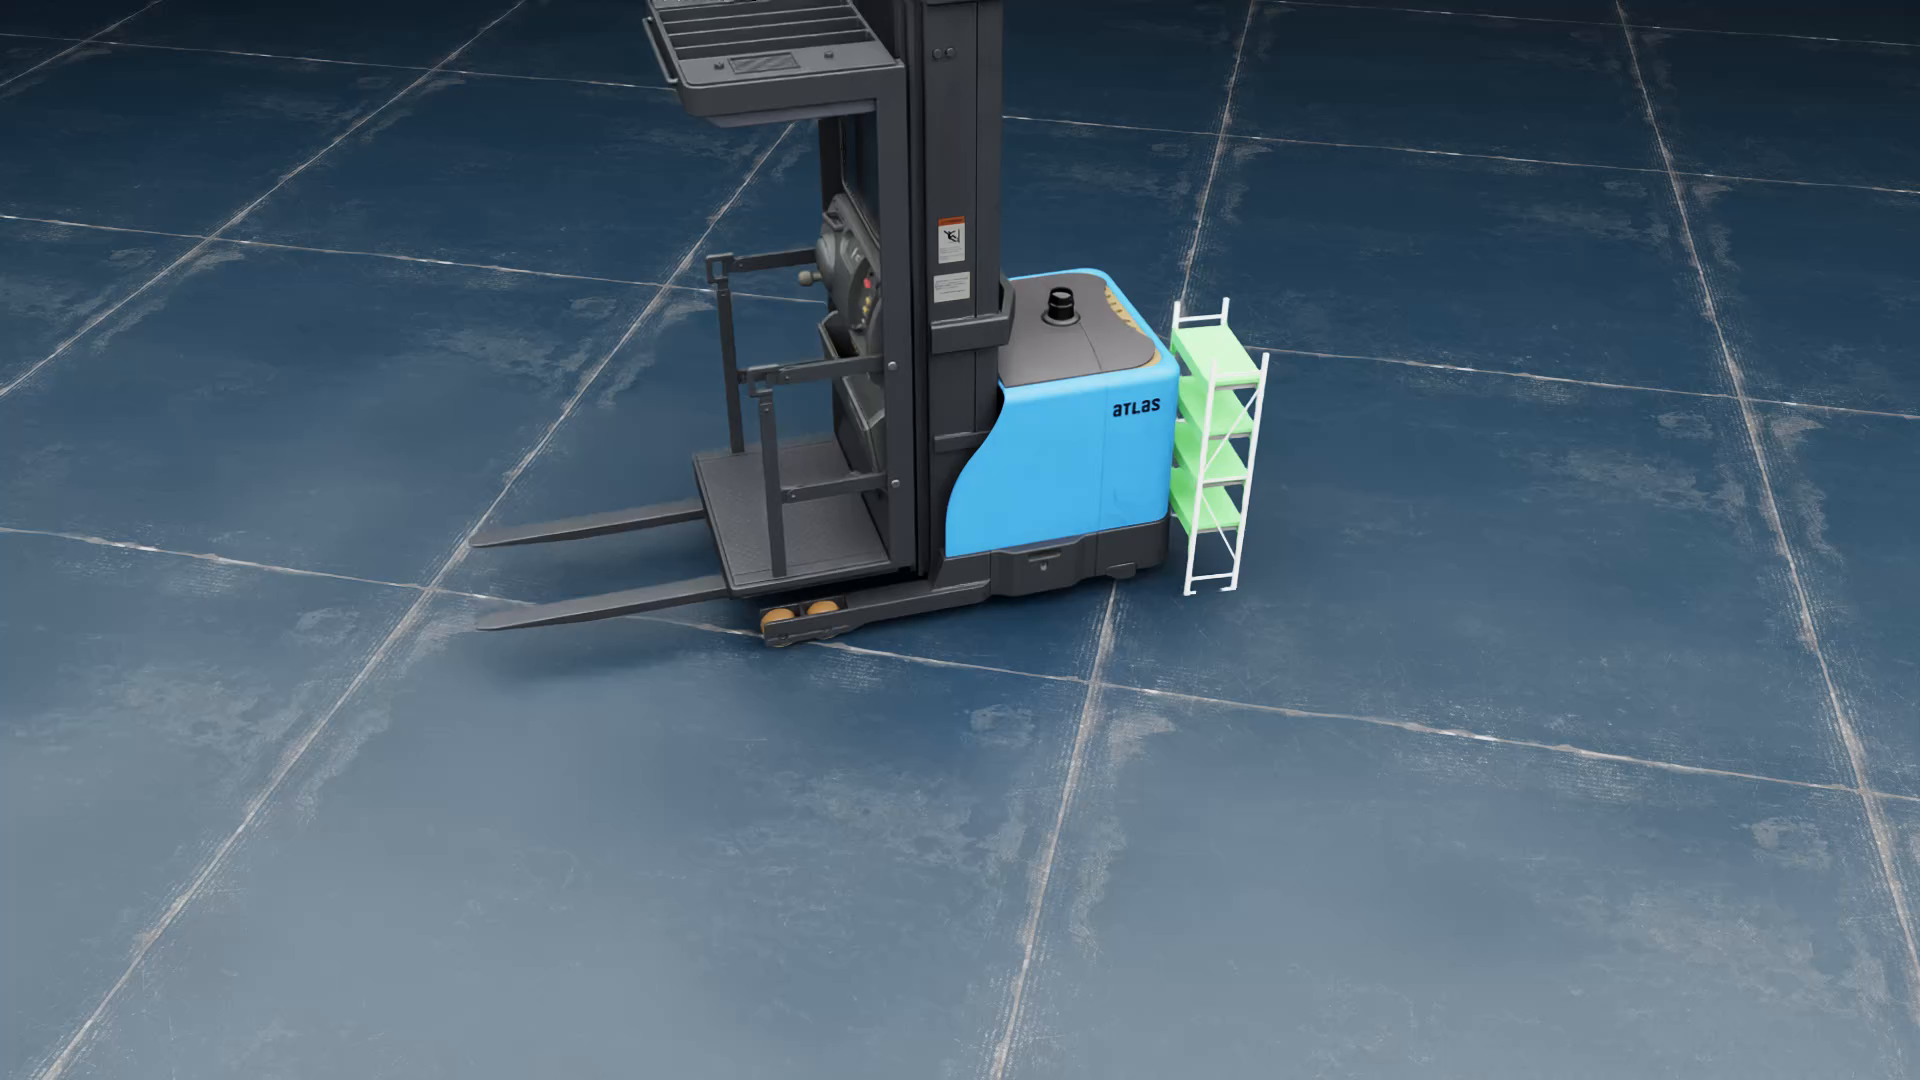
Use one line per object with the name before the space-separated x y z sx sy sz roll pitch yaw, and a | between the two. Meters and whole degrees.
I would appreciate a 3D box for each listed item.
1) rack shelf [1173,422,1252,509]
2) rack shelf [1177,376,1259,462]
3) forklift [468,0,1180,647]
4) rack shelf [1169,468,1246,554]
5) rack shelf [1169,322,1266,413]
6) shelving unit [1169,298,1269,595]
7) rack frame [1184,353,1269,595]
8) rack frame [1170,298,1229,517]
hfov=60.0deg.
rack shelf | 1.075 -0.345 7.309 0.258 0.148 0.480 -6 36 -10
rack shelf | 1.079 -0.540 7.169 0.258 0.148 0.480 -6 36 -10
forklift | -0.637 -1.073 6.734 3.031 2.935 1.130 -10 37 -13
rack shelf | 1.071 -0.150 7.449 0.258 0.148 0.480 -6 36 -10
rack shelf | 1.083 -0.735 7.028 0.258 0.148 0.480 -6 36 -10
shelving unit | 1.076 -0.397 7.271 0.258 1.200 0.503 -6 36 -10
rack frame | 1.126 -0.257 7.078 0.240 1.200 0.015 -6 36 -10
rack frame | 1.026 -0.537 7.465 0.240 1.200 0.015 -6 36 -10
